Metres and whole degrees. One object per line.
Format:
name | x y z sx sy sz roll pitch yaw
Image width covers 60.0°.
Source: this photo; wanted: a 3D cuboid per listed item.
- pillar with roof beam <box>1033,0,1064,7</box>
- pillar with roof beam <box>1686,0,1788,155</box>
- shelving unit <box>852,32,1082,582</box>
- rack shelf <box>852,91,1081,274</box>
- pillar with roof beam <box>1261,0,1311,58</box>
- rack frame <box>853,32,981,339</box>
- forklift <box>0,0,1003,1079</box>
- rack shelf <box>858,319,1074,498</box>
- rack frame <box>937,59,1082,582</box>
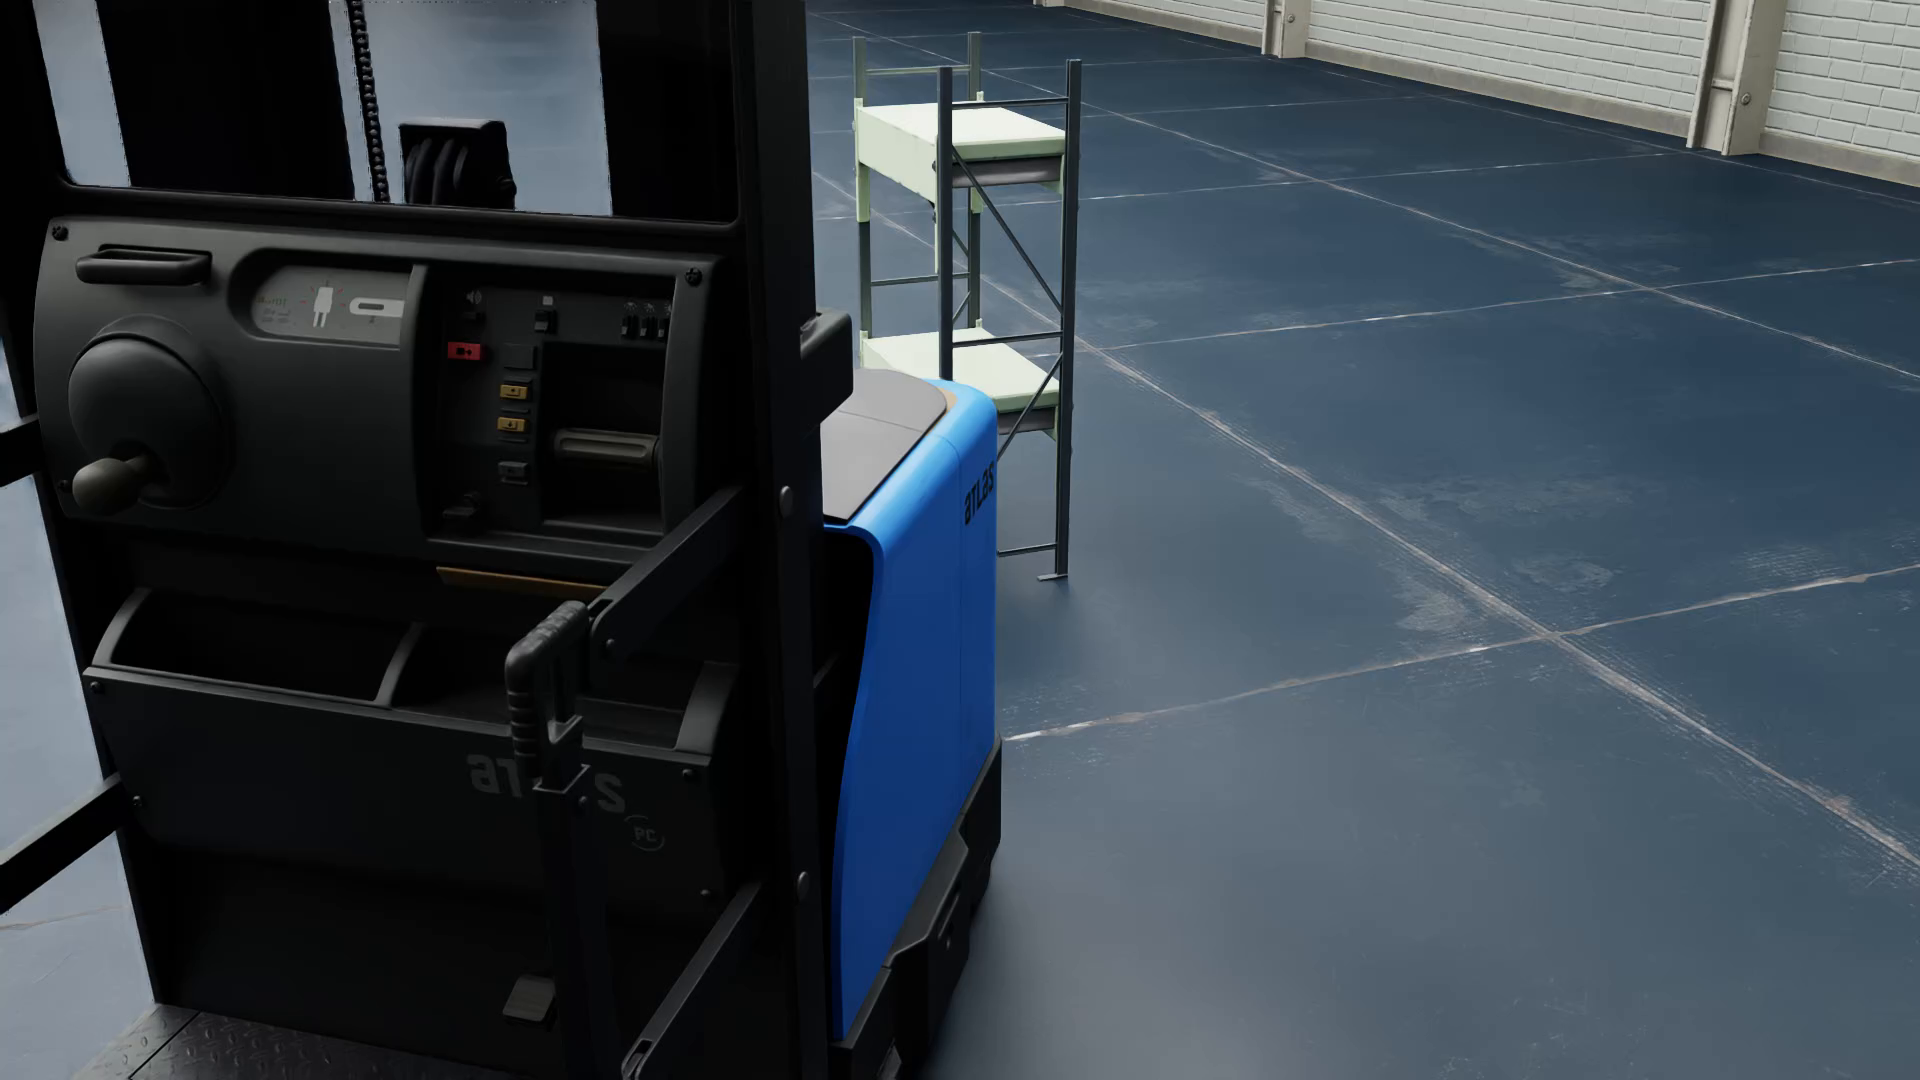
pillar with roof beam | -2.830 -10.699 19.048 9.100 9.000 0.400 -8 24 -19
pillar with roof beam | 1.410 -6.339 8.703 9.100 9.000 0.400 -8 24 -19
shelving unit | 0.002 -0.689 4.953 0.431 1.500 0.755 -8 24 -19
rack shelf | 0.002 -1.048 4.801 0.431 0.370 0.720 -8 24 -19
pillar with roof beam | -0.710 -8.519 13.875 9.100 9.000 0.400 -8 24 -19
rack frame | -0.127 -0.822 5.268 0.400 1.500 0.023 -8 24 -19
forklift | -0.792 -0.168 1.874 1.130 2.935 3.031 6 24 14
rack shelf | 0.002 -0.388 5.080 0.431 0.370 0.720 -8 24 -19
rack frame | 0.132 -0.556 4.637 0.400 1.500 0.023 -8 24 -19
